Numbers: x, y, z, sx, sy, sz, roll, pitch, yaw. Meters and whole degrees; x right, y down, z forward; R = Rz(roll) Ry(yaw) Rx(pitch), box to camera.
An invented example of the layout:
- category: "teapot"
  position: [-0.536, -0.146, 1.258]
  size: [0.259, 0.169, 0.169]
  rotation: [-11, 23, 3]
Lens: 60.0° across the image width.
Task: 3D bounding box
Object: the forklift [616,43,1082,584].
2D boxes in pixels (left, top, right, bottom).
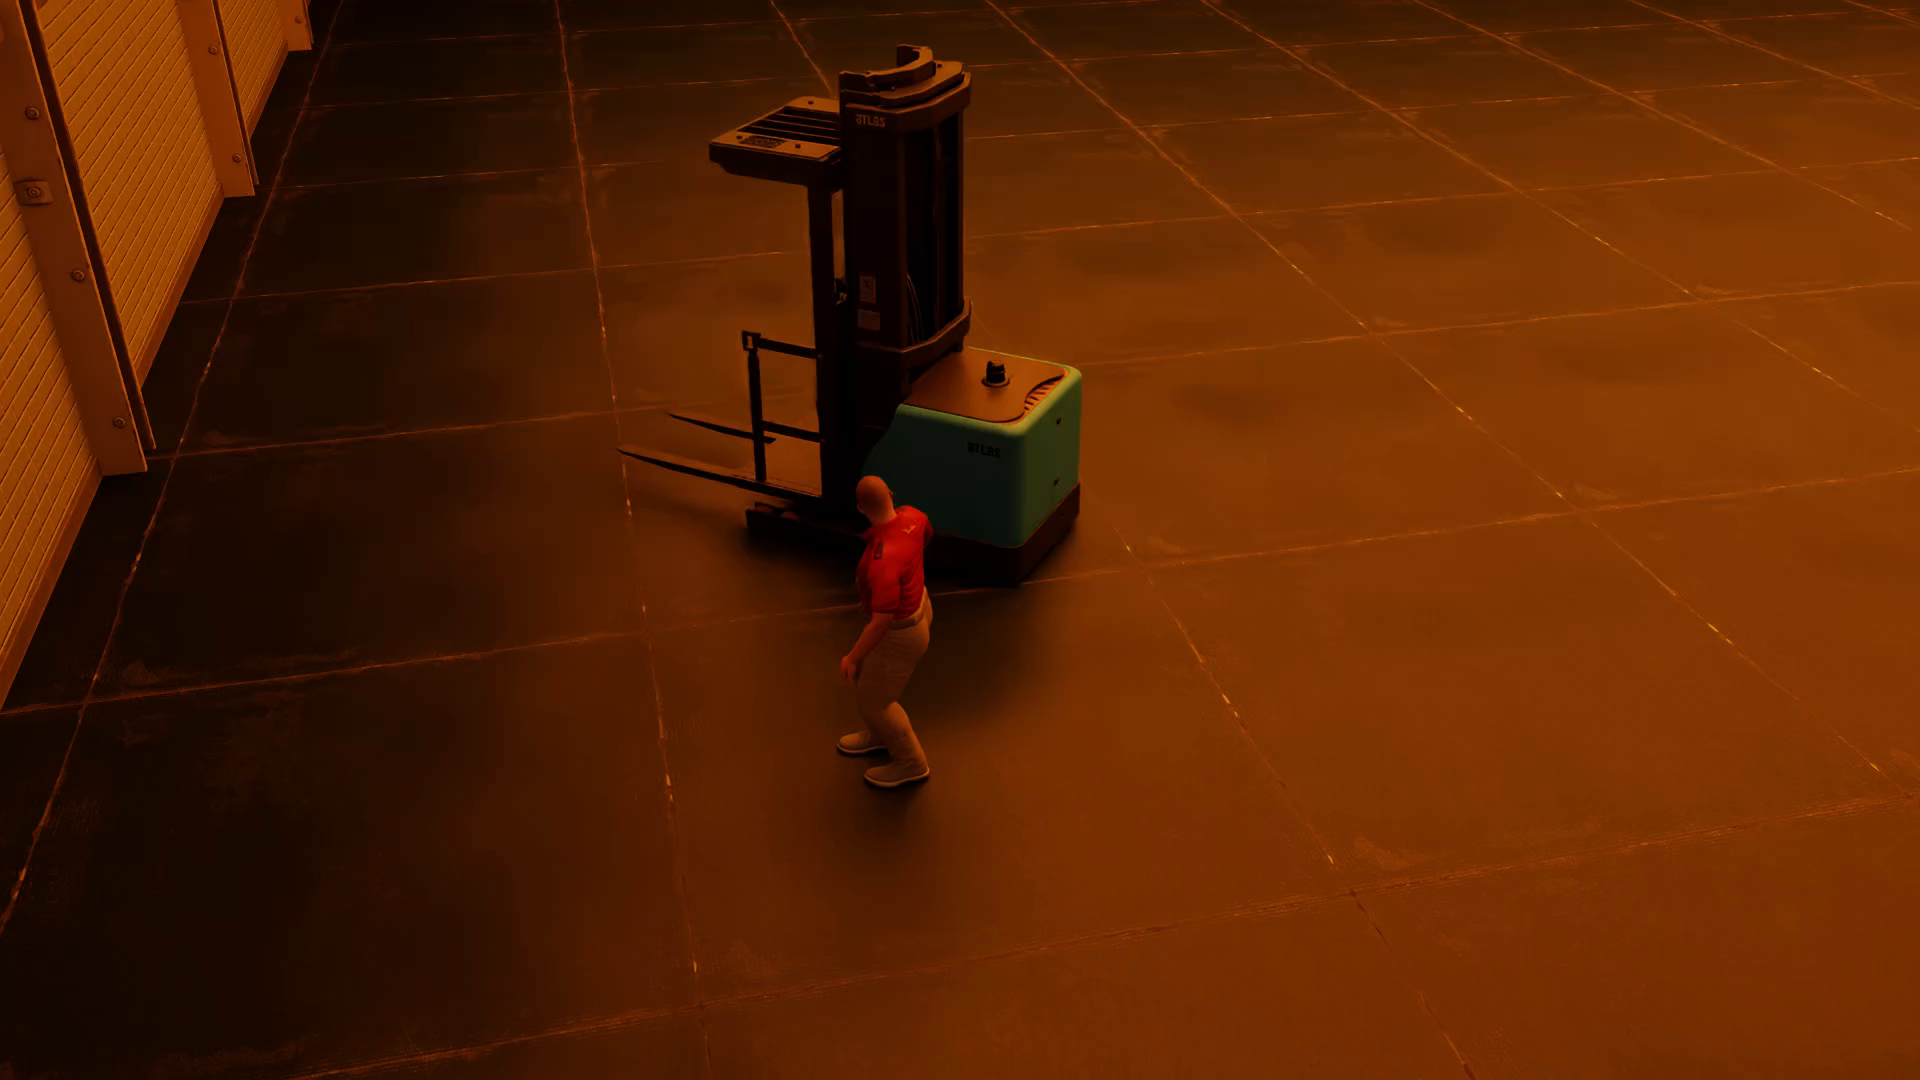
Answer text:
- category: "forklift"
  position: [-0.792, -1.503, 10.170]
  size: [3.031, 2.935, 1.130]
  rotation: [14, 33, 22]

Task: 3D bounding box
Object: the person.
- category: "person"
  position: [-0.397, 0.439, 8.060]
  size: [0.507, 1.696, 0.736]
  rotation: [3, 30, 5]
